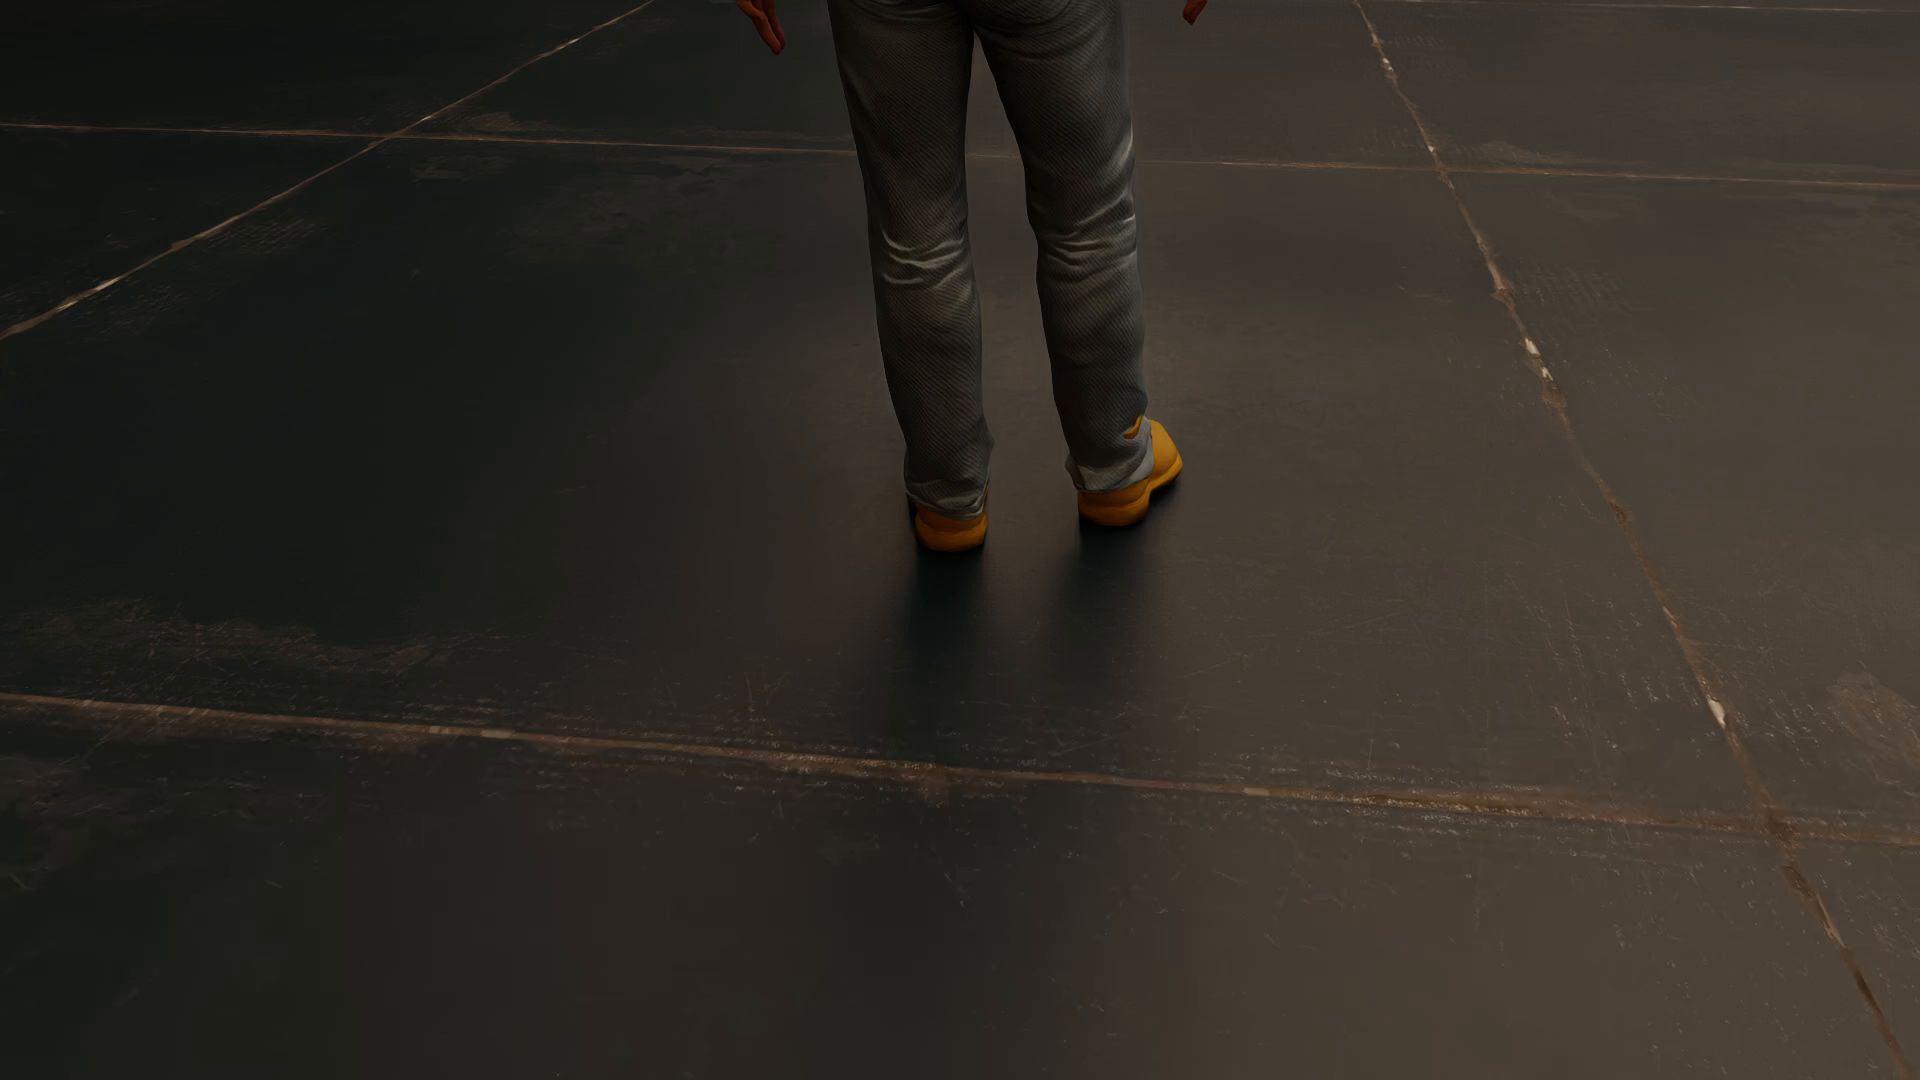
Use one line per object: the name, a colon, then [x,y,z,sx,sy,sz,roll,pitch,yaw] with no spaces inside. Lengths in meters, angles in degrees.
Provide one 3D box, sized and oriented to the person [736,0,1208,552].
person: [0.016,-0.827,2.163,0.665,1.765,0.577,3,27,7]
